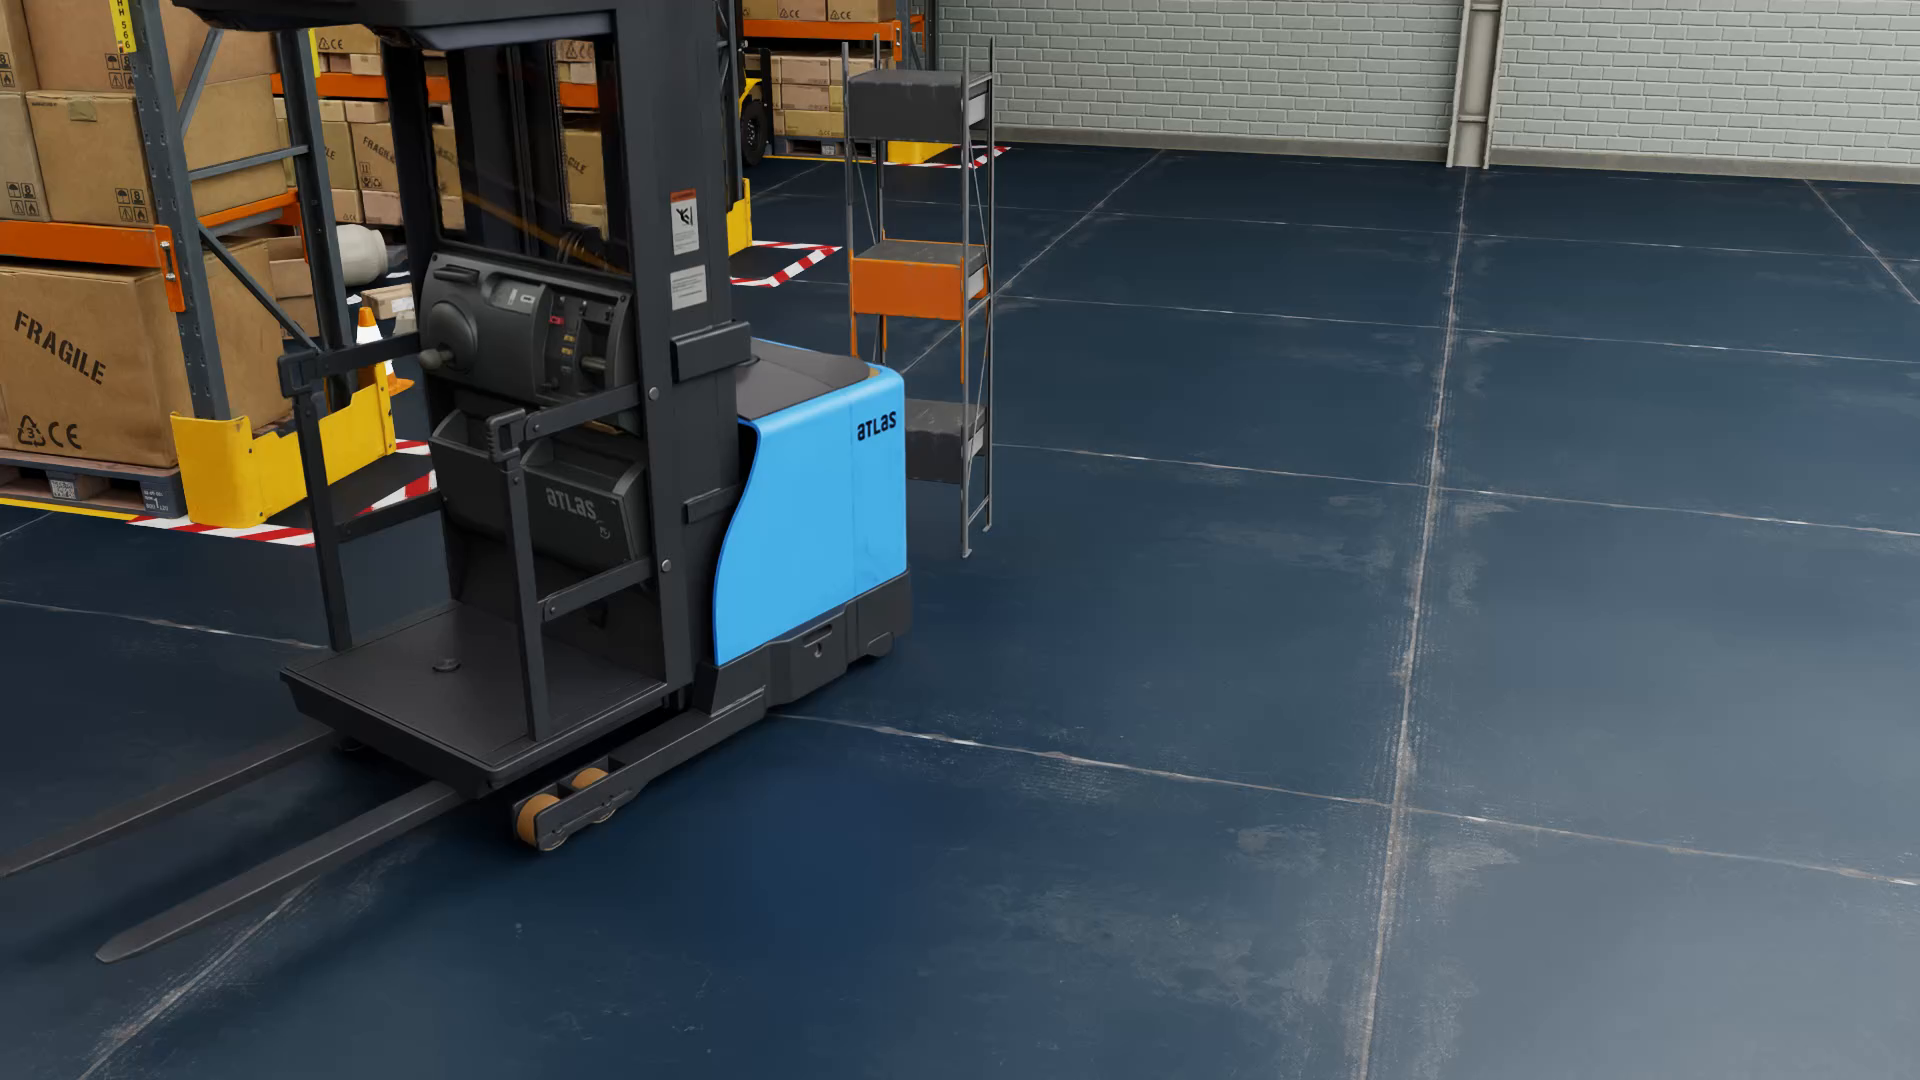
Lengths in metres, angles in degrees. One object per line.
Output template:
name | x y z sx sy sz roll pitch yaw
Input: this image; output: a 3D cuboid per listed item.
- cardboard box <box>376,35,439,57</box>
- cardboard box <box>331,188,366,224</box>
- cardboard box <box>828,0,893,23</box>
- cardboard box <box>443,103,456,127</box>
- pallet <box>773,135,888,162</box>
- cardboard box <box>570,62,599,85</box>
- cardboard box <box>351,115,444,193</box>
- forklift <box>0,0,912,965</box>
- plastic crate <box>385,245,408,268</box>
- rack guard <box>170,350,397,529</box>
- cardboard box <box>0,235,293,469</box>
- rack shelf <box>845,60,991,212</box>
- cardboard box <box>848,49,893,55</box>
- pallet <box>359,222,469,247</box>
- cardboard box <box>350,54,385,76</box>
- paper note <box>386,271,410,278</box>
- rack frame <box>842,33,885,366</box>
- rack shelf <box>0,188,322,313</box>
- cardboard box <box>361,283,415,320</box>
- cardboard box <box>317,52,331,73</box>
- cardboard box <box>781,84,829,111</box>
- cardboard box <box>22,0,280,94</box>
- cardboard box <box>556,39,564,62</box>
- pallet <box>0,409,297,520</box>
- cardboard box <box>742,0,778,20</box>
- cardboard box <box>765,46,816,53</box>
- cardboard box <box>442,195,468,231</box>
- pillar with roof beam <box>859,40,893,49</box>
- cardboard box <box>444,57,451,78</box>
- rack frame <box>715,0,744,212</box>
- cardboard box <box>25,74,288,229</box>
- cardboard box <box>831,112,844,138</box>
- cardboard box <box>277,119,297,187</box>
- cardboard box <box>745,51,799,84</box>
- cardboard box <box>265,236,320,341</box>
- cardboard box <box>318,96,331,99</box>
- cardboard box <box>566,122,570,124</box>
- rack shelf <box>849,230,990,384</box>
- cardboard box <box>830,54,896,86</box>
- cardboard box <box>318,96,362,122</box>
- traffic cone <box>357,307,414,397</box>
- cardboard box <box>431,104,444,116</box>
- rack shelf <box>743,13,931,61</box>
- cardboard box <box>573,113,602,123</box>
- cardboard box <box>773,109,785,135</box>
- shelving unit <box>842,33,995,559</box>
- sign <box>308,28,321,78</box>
cardboard box | -3.880 -3.792 12.039 0.500 0.500 0.500 7 23 16
cardboard box | -4.673 -2.617 12.768 0.500 0.250 0.500 8 24 19
cardboard box | -0.961 -5.283 16.064 0.500 0.500 0.500 6 23 14
cardboard box | -3.549 -3.110 12.127 0.250 0.149 0.380 8 23 18
pallet | -1.159 -4.056 16.881 1.213 0.211 1.003 7 23 16
cardboard box | -2.539 -3.308 11.714 0.250 0.149 0.380 6 23 15
cardboard box | -4.175 -2.907 12.486 0.500 0.500 0.500 8 24 18
forklift | -1.472 -0.634 4.954 1.130 2.935 3.031 16 27 34
plastic crate | -4.408 -2.092 12.264 0.583 0.080 0.402 -1 22 -3
rack guard | -3.155 -0.505 7.843 0.348 0.500 1.175 7 23 16
cardboard box | -3.846 -0.926 7.821 0.875 0.875 0.875 7 23 16
rack shelf | -0.158 -1.625 6.655 0.480 0.518 0.431 7 23 16
cardboard box | -0.820 -4.784 16.733 0.500 0.250 0.500 6 23 15
pallet | -3.849 -2.428 12.912 1.213 0.211 1.003 7 23 16
cardboard box | -4.243 -3.501 12.185 0.250 0.149 0.380 7 23 16
paper note | -4.001 -1.897 11.855 0.148 0.019 0.142 -1 22 -3
rack frame | -0.392 -1.016 6.981 0.015 2.100 0.400 7 23 16
rack shelf | -5.092 -1.551 8.046 4.000 0.370 1.077 7 23 16
cardboard box | -3.682 -1.565 10.888 0.380 0.149 0.250 -20 29 -39
cardboard box | -4.719 -3.578 12.372 0.250 0.149 0.380 7 23 17
cardboard box | -1.448 -4.430 16.528 0.500 0.250 0.500 6 23 15
cardboard box | -3.522 -2.288 7.275 0.550 0.550 0.875 7 23 16
cardboard box | -2.922 -3.674 11.750 0.500 0.500 0.500 7 23 16
pallet | -3.966 -0.433 8.049 1.213 0.211 1.003 7 23 15
cardboard box | -1.946 -5.399 16.348 0.500 0.500 0.500 6 23 14
cardboard box | -1.775 -4.896 17.006 0.500 0.250 0.500 6 23 15
cardboard box | -3.692 -2.502 12.487 0.500 0.250 0.500 6 23 14
pillar with roof beam | -2.064 -6.893 12.217 0.400 9.000 9.100 7 23 16
cardboard box | -3.509 -3.436 12.024 0.250 0.149 0.380 6 23 15
rack frame | -1.845 -3.474 11.786 0.127 3.000 1.000 7 23 16
cardboard box | -3.546 -1.758 7.406 0.550 0.550 0.875 7 23 16
cardboard box | -0.955 -4.137 16.472 0.500 0.250 0.500 7 23 16
cardboard box | -5.187 -3.019 12.758 0.500 0.500 0.500 8 24 18
cardboard box | -1.922 -4.705 16.541 0.500 0.250 0.500 7 23 16
cardboard box | -4.258 -1.592 10.487 0.637 0.503 0.797 -9 24 -21
cardboard box | -6.852 -5.108 18.347 0.625 0.625 0.875 7 23 17
cardboard box | -3.188 -2.792 12.206 0.500 0.500 0.500 7 23 17
rack shelf | -0.158 -0.977 6.921 0.480 0.518 0.431 7 23 16
cardboard box | -0.945 -4.600 16.283 0.500 0.250 0.500 7 23 17
cardboard box | -4.592 -3.228 12.413 0.250 0.149 0.380 7 23 18
traffic cone | -3.276 -1.065 9.256 0.334 0.463 0.336 7 23 16
cardboard box | -4.054 -3.104 12.965 0.500 0.500 0.500 8 24 18
rack shelf | -2.329 -5.164 16.855 4.000 0.370 1.077 7 23 16
cardboard box | -2.560 -2.934 12.553 0.500 0.500 0.500 6 23 14
cardboard box | -1.905 -4.253 16.755 0.500 0.250 0.500 7 23 16
shelving unit | -0.158 -0.990 6.916 0.503 2.100 0.431 7 23 16
sign | -3.012 -2.303 7.686 0.005 0.325 0.100 7 23 16
